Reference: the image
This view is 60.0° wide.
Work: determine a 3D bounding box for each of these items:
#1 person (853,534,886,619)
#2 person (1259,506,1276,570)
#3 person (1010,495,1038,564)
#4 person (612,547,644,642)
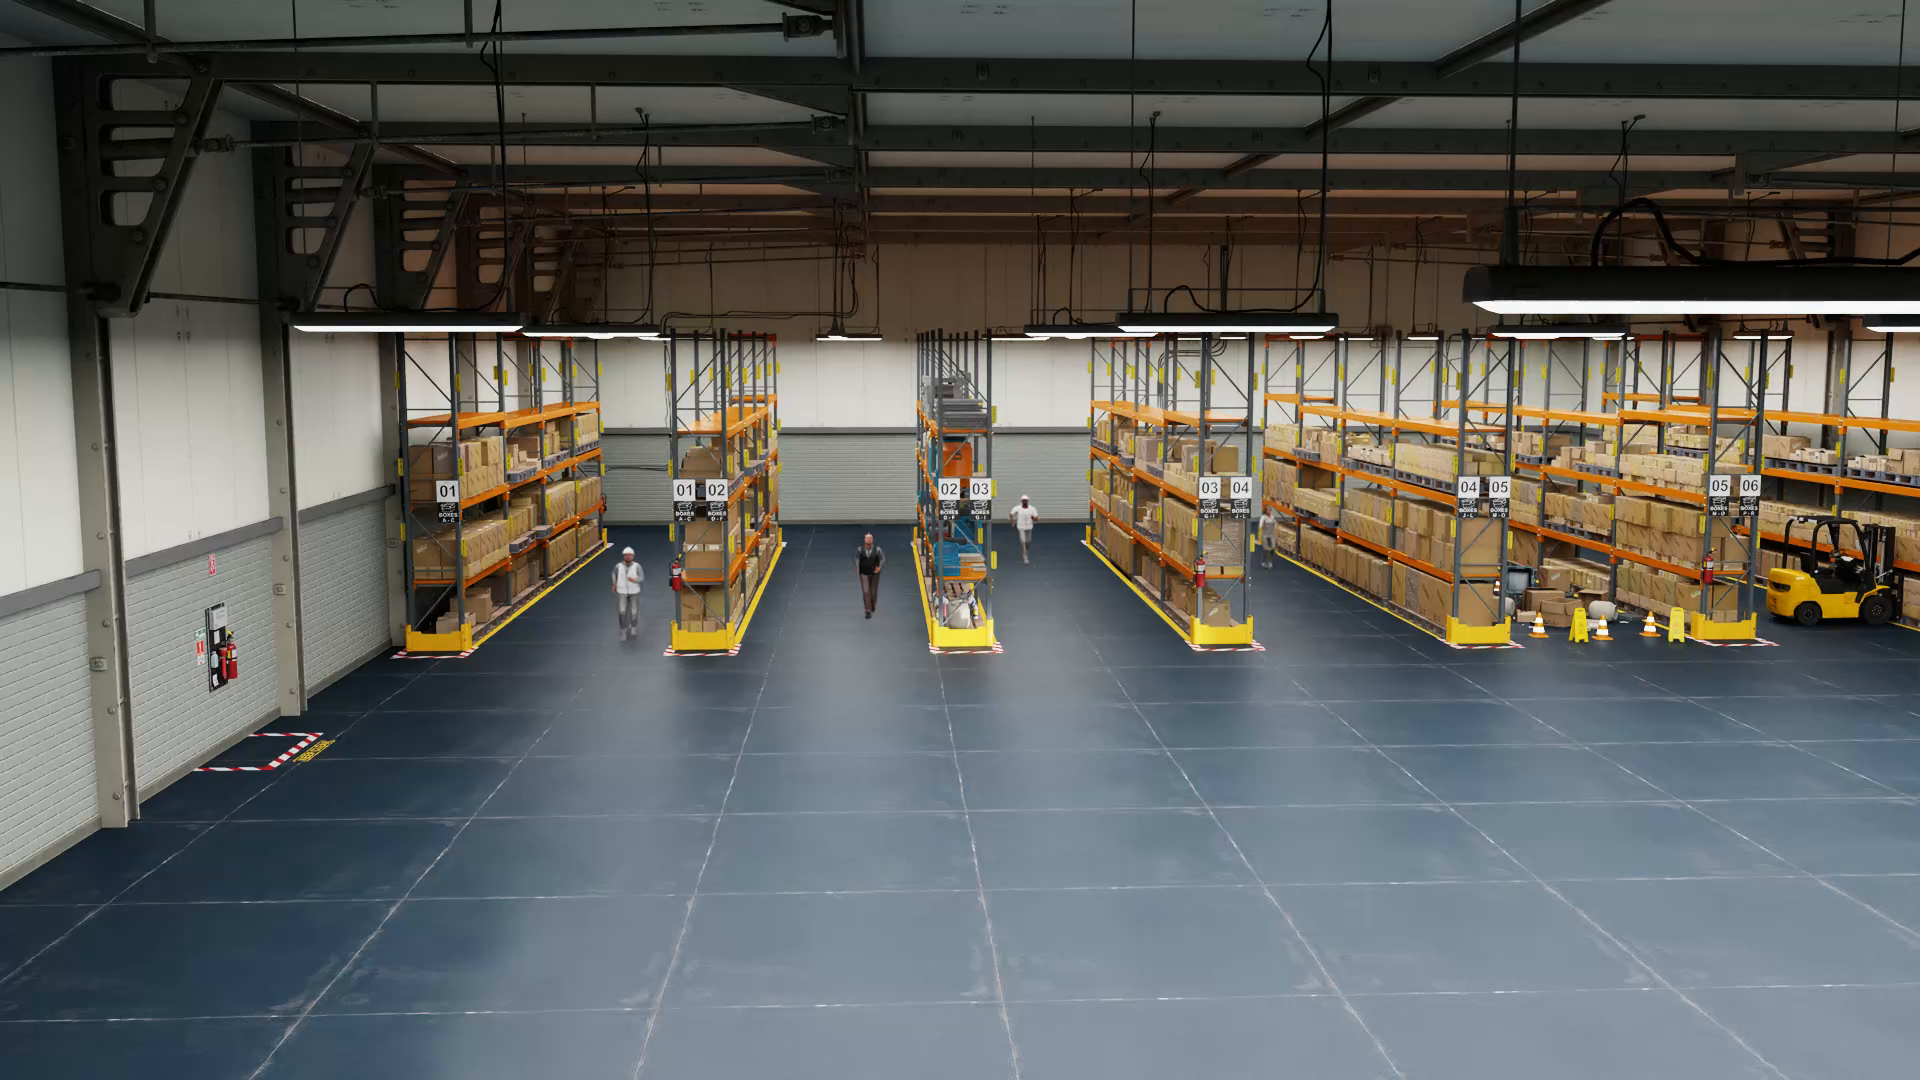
[{"bbox_3d":[-1.871,0.726,34.424,0.670,1.718,0.849,0,7,-3],"label":"person"},{"bbox_3d":[7.857,-0.057,42.364,0.513,1.625,0.650,-1,7,-6],"label":"person"},{"bbox_3d":[1.698,-0.304,43.490,0.701,1.752,0.990,-2,7,-14],"label":"person"},{"bbox_3d":[-6.432,1.054,32.239,0.624,1.831,0.752,-1,7,-9],"label":"person"}]
